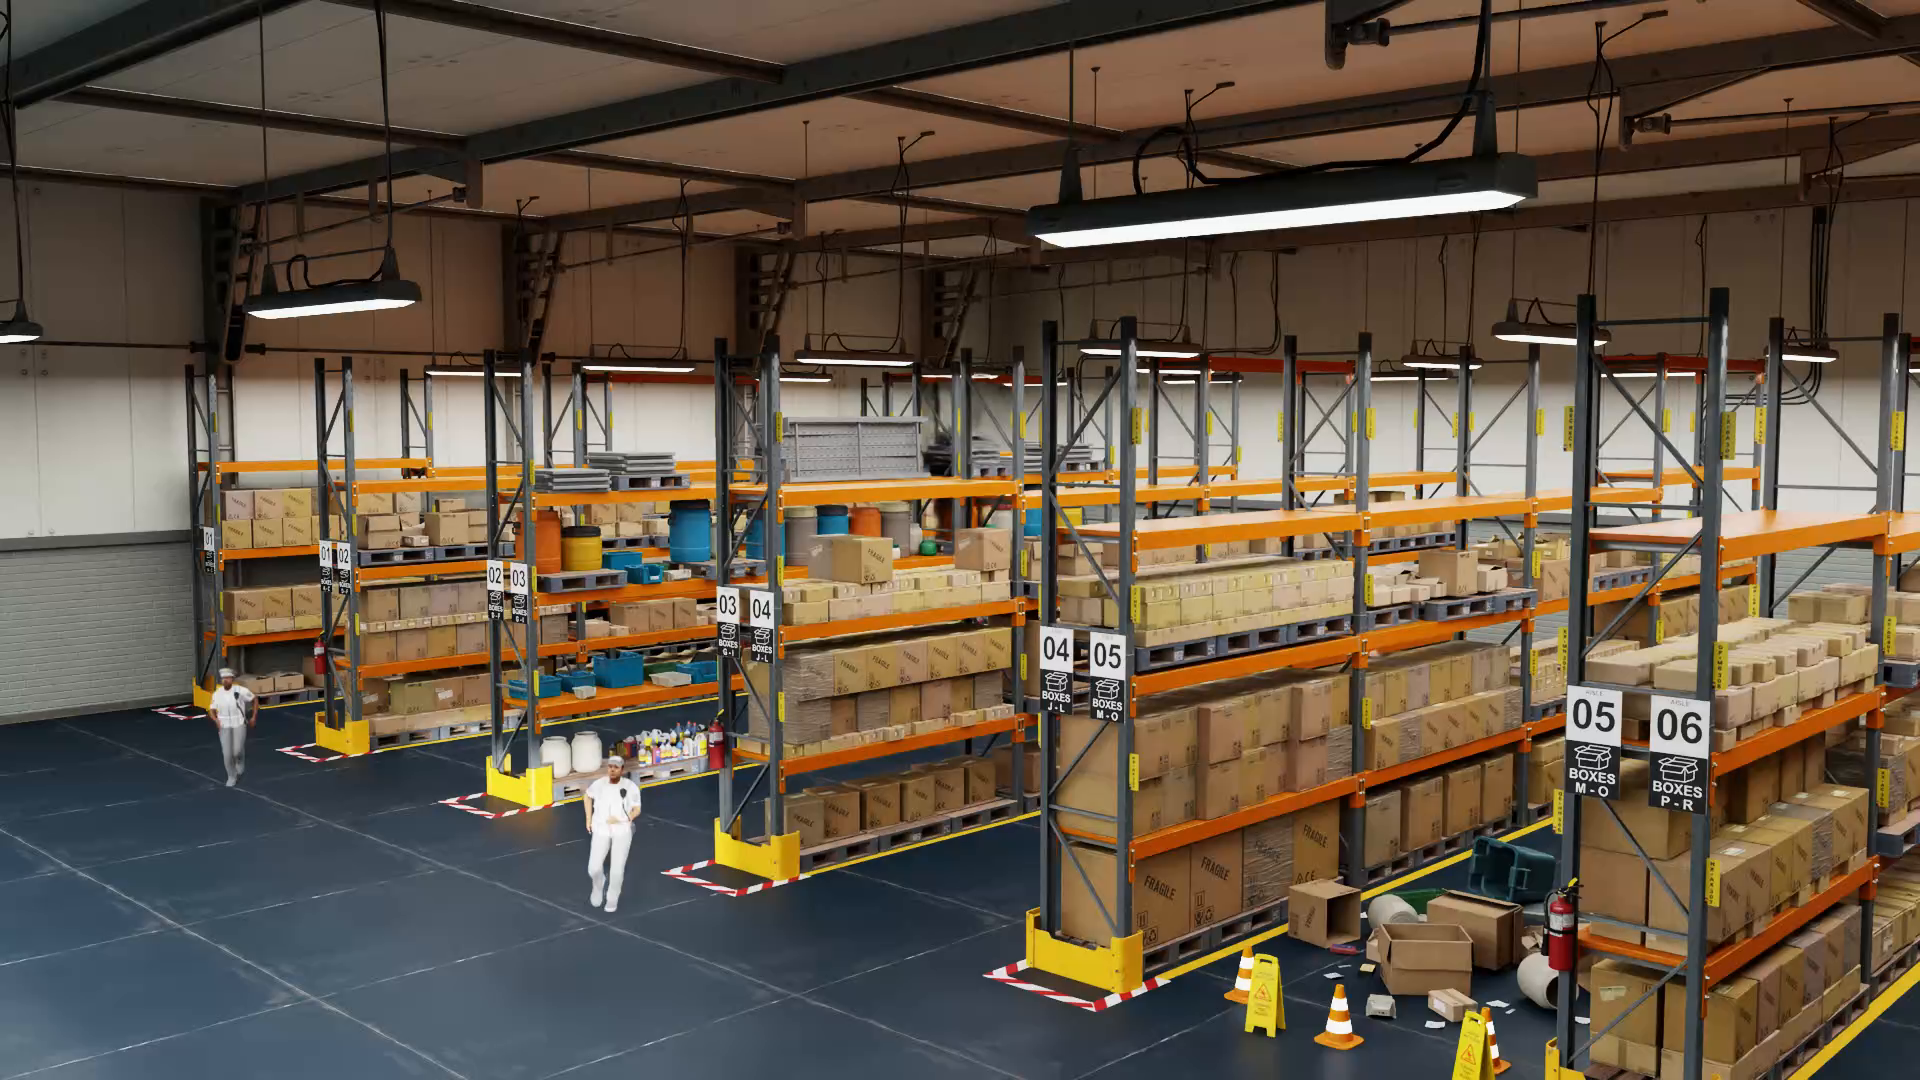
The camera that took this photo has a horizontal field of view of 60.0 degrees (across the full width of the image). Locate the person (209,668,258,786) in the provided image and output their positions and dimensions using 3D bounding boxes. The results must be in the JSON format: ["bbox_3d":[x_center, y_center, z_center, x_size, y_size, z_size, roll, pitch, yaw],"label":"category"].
[{"bbox_3d":[-10.056,2.587,22.994,0.606,1.657,0.617,-1,4,-13],"label":"person"}]

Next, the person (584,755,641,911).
[{"bbox_3d":[-3.601,3.039,17.184,0.605,1.626,0.560,0,4,-6],"label":"person"}]

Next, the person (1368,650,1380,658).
[{"bbox_3d":[5.808,2.490,23.469,0.701,1.701,0.950,3,5,31],"label":"person"}]
